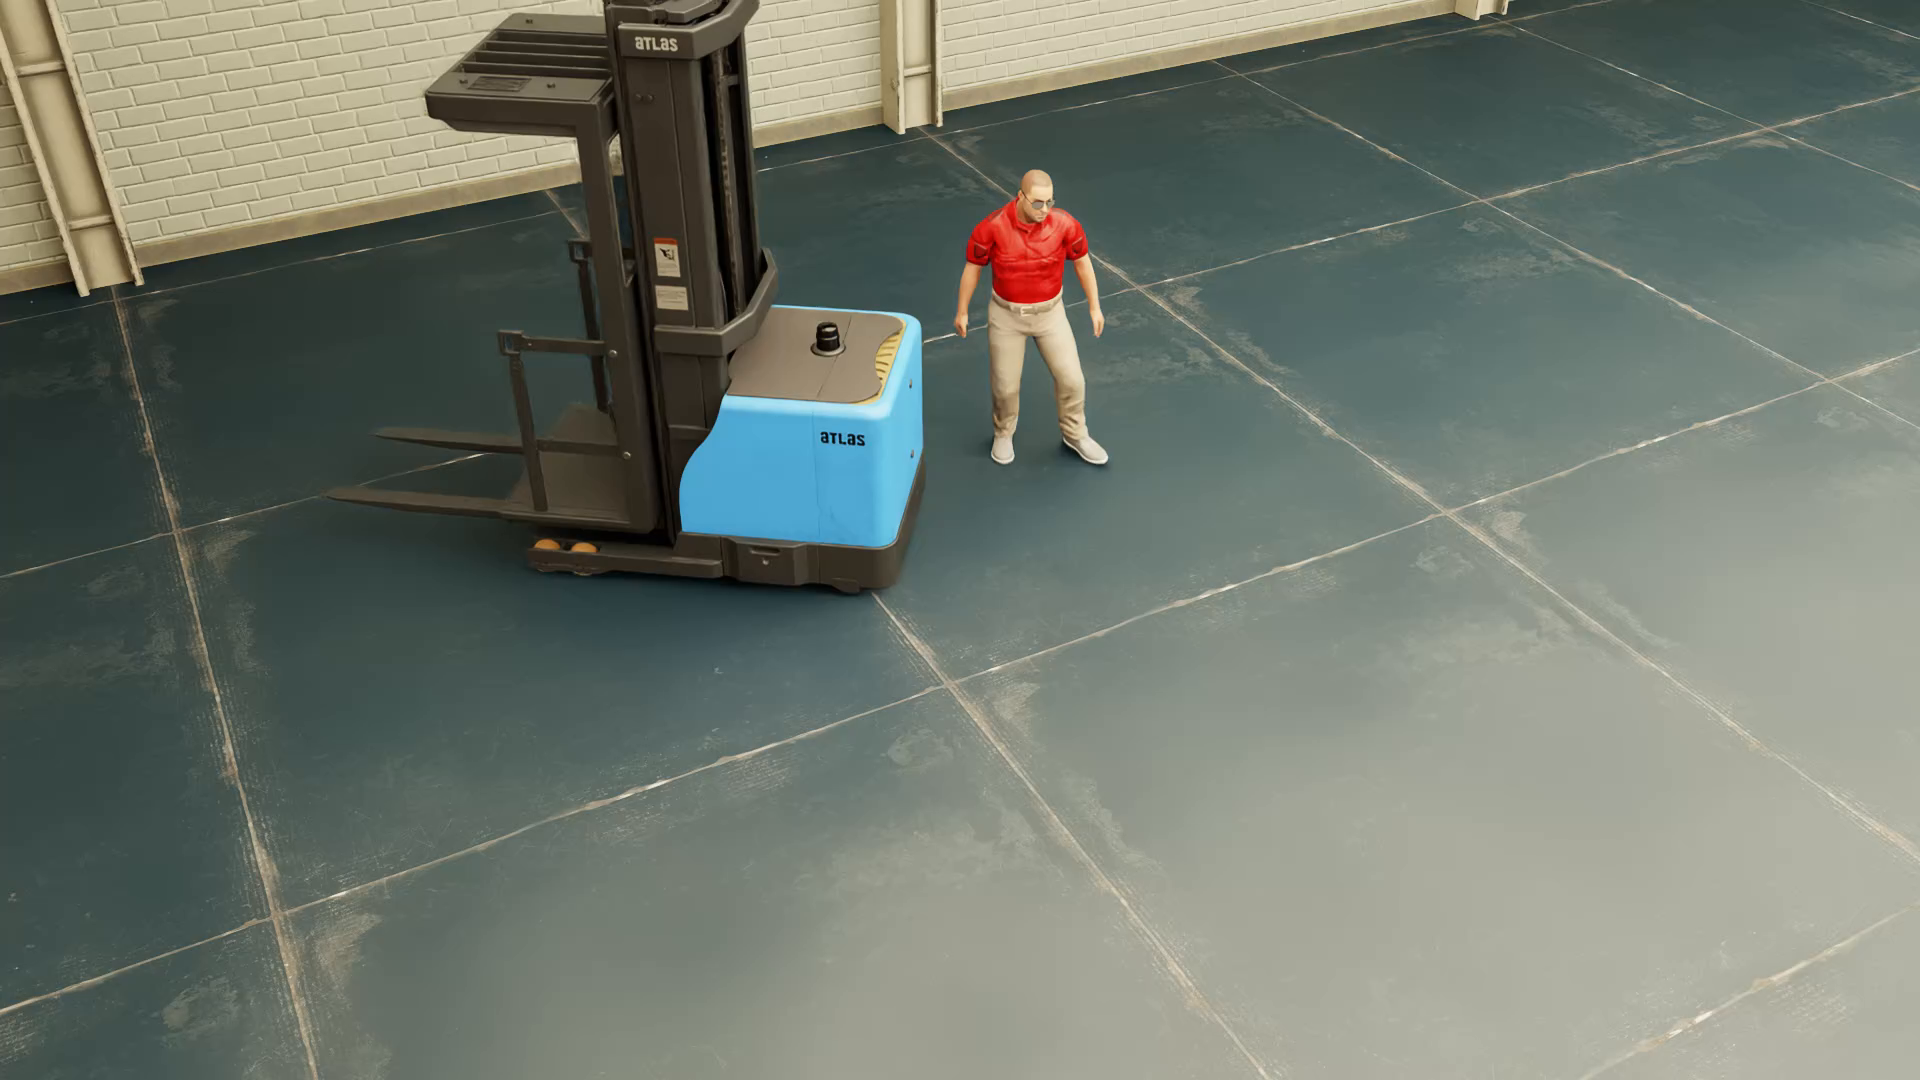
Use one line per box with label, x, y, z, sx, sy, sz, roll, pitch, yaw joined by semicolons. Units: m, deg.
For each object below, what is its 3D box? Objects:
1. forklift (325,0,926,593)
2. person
forklift;-1.744;-1.313;7.980;3.031;2.935;1.130;5;36;7
person;0.393;-1.191;8.878;0.842;1.702;0.390;-3;35;-5
